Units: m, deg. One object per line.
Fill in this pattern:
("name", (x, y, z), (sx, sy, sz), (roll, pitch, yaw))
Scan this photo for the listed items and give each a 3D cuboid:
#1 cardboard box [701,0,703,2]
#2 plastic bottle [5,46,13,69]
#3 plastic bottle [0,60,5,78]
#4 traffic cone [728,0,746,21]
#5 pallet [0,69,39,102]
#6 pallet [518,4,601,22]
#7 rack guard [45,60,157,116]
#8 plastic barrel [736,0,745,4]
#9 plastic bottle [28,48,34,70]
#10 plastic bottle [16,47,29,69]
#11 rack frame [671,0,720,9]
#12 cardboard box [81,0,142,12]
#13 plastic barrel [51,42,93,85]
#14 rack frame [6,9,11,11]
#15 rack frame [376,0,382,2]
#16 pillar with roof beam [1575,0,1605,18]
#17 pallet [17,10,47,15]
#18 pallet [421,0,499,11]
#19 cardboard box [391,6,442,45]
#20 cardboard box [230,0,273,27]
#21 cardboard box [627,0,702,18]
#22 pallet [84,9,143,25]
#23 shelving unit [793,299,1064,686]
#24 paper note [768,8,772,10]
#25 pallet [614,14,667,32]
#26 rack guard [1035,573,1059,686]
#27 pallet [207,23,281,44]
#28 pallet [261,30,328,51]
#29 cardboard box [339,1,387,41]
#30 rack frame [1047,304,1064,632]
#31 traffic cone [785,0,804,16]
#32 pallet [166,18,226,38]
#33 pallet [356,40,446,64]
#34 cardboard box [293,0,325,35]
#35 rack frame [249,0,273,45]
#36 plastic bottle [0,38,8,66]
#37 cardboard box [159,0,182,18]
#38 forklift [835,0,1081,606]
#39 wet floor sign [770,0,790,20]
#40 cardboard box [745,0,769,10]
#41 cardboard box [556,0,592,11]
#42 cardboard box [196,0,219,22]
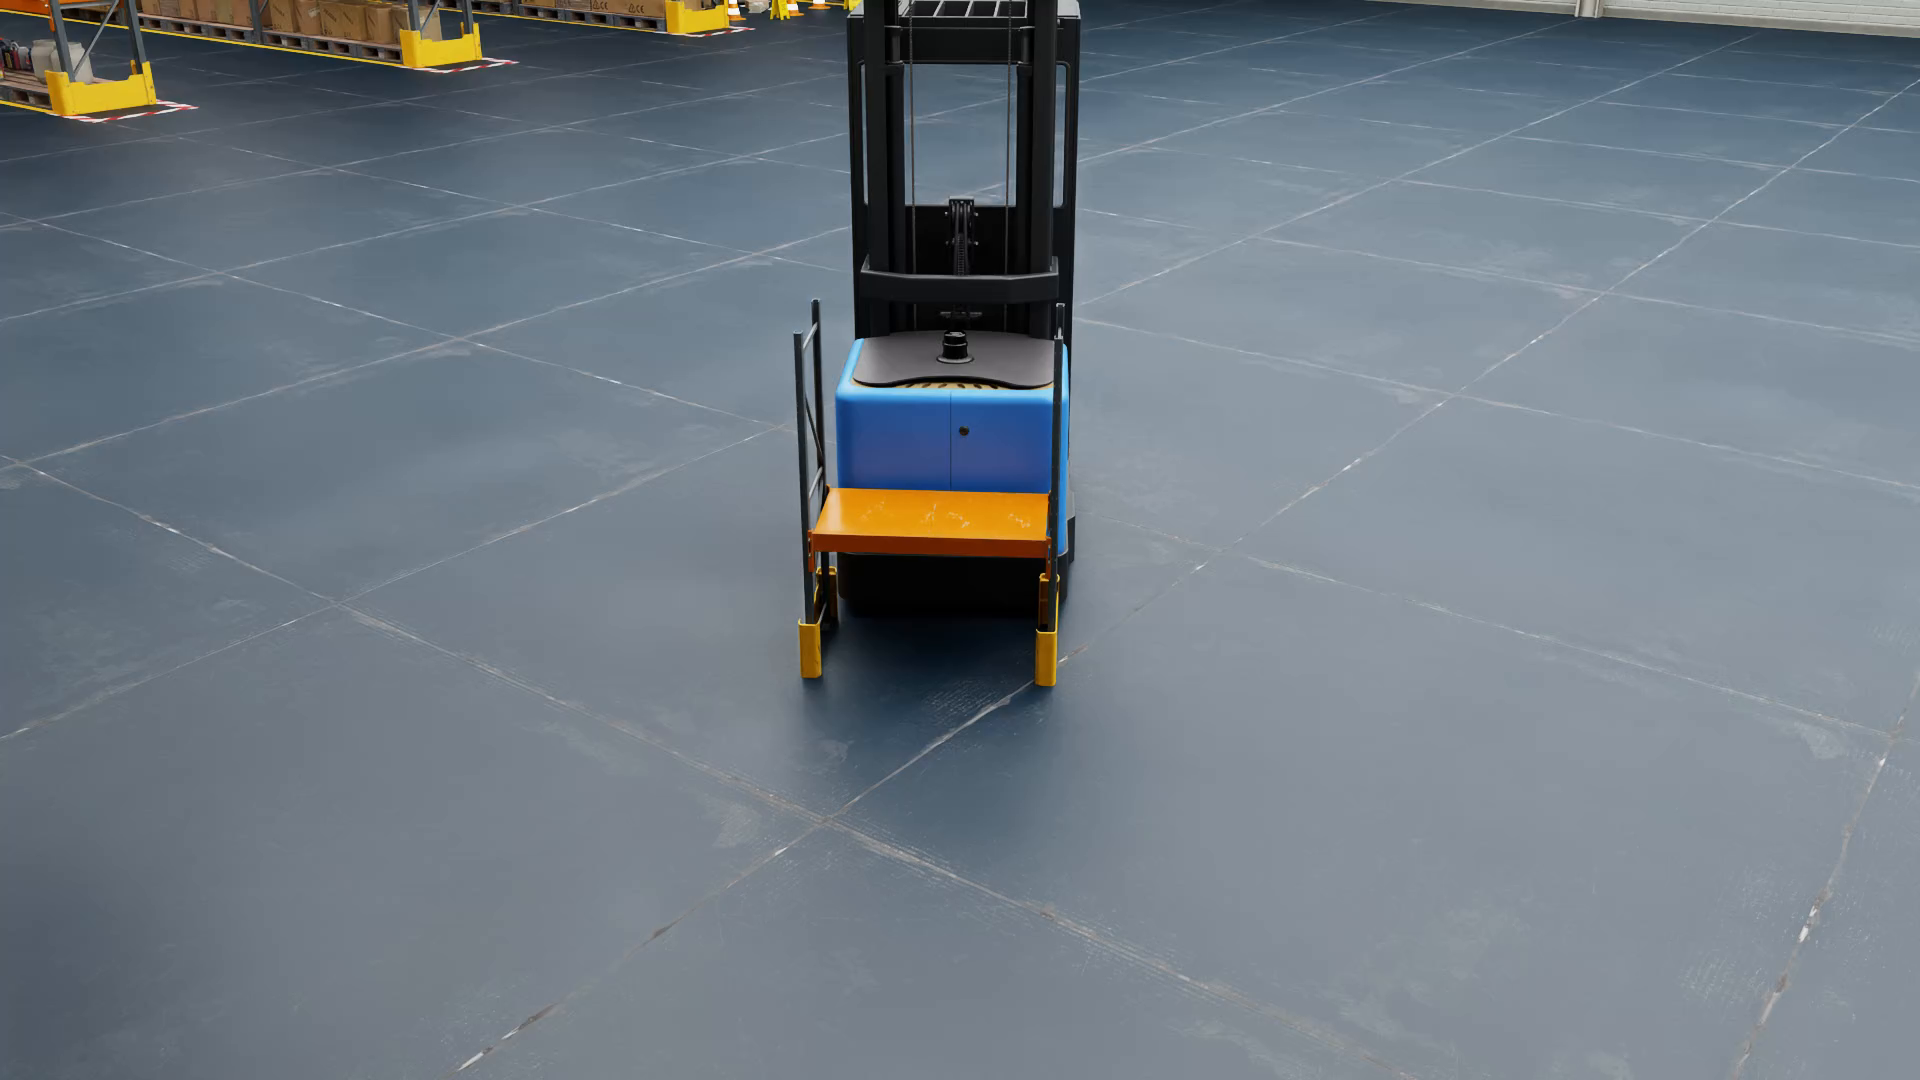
("cardboard box", (-5.141, -10.208, 30.750), (0.503, 0.637, 0.797), (17, 29, 33))
("plastic bottle", (-12.519, -6.361, 21.913), (0.133, 0.283, 0.061), (17, 29, 33))
("plastic bottle", (-12.232, -6.027, 21.156), (0.133, 0.283, 0.061), (17, 29, 33))
("traffic cone", (-3.925, -9.262, 28.819), (0.334, 0.463, 0.336), (17, 29, 33))
("pallet", (-12.086, -5.883, 21.462), (1.213, 0.211, 1.003), (17, 29, 33))
("pallet", (-6.991, -9.318, 29.260), (1.213, 0.211, 1.003), (17, 29, 33))
("rack guard", (-10.467, -5.521, 20.284), (0.348, 0.500, 1.175), (17, 29, 33))
("plastic barrel", (-4.025, -10.289, 31.201), (0.512, 0.421, 0.421), (-5, 24, -12))
("plastic bottle", (-12.158, -6.310, 21.812), (0.097, 0.271, 0.097), (0, 24, 0))
("plastic bottle", (-12.351, -6.356, 21.912), (0.135, 0.276, 0.152), (17, 29, 34))
("rack frame", (-4.352, -9.836, 26.977), (0.127, 3.000, 1.000), (17, 29, 33))
("cardboard box", (-14.349, -9.588, 28.528), (0.875, 0.875, 1.225), (15, 28, 31))
("plastic barrel", (-10.950, -5.850, 20.495), (0.421, 0.512, 0.421), (0, 24, 0))
("rack frame", (-17.010, -11.162, 29.986), (0.127, 3.000, 1.000), (17, 29, 33))
("rack frame", (-10.753, -11.770, 31.367), (0.127, 3.000, 1.000), (17, 29, 33))
("pillar with roof beam", (8.514, -11.973, 24.388), (0.400, 9.000, 9.100), (17, 29, 33))
("pallet", (-16.347, -9.724, 30.180), (1.213, 0.211, 1.003), (17, 29, 33))
("pallet", (-9.196, -9.984, 30.772), (1.213, 0.211, 1.003), (17, 29, 33))
("cardboard box", (-7.897, -7.465, 24.174), (0.500, 0.500, 0.500), (-20, 31, -38))
("cardboard box", (-11.087, -8.440, 26.363), (0.500, 0.500, 0.700), (14, 28, 29))
("cardboard box", (-4.934, -9.198, 27.644), (0.875, 0.875, 0.875), (17, 29, 34))
("pallet", (-14.395, -9.133, 28.841), (1.213, 0.211, 1.003), (17, 29, 33))
("shelving unit", (-0.119, -0.205, 6.978), (1.083, 1.500, 0.587), (2, 24, 4))
("paper note", (-3.414, -9.685, 30.317), (0.142, 0.019, 0.148), (7, 25, 15))
("pallet", (-5.039, -8.728, 27.920), (1.213, 0.211, 1.003), (17, 29, 33))
("rack guard", (0.378, 0.382, 7.197), (0.087, 0.250, 0.587), (2, 24, 4))
("pallet", (-11.232, -8.139, 26.584), (1.213, 0.211, 1.003), (17, 29, 33))
("pallet", (-10.050, -7.800, 25.815), (1.213, 0.211, 1.003), (17, 29, 33))
("cardboard box", (-8.886, -7.756, 24.835), (0.500, 0.500, 0.500), (20, 31, 38))
("rack frame", (0.398, -0.190, 6.944), (0.032, 1.500, 0.500), (2, 24, 4))
("traffic cone", (-2.975, -9.544, 29.460), (0.334, 0.463, 0.336), (17, 29, 33))
("pallet", (-12.212, -8.434, 27.253), (1.213, 0.211, 1.003), (17, 29, 33))
("pallet", (-8.097, -7.210, 24.476), (1.213, 0.211, 1.003), (17, 29, 33))
("cardboard box", (-9.849, -8.030, 25.457), (0.500, 0.500, 0.500), (-16, 28, -31))
("rack frame", (-10.608, -9.227, 25.595), (0.127, 3.000, 1.000), (17, 29, 33))
("plastic bottle", (-12.737, -6.509, 22.166), (0.185, 0.351, 0.144), (15, 28, 31))
("cardboard box", (-12.809, -8.966, 27.558), (0.500, 0.500, 0.700), (14, 27, 29))
("forklift", (0.029, -1.594, 8.355), (1.130, 2.935, 3.031), (1, 24, 2))
("wet floor sign", (-3.141, -9.390, 28.885), (0.232, 0.644, 0.267), (12, 26, 24))
("cardboard box", (-3.724, -9.818, 30.471), (0.380, 0.149, 0.250), (-10, 26, -21))
("cardboard box", (-6.368, -9.632, 28.627), (0.875, 0.875, 0.875), (17, 29, 34))
("cardboard box", (-11.905, -8.697, 26.946), (0.500, 0.500, 0.700), (14, 27, 29))
